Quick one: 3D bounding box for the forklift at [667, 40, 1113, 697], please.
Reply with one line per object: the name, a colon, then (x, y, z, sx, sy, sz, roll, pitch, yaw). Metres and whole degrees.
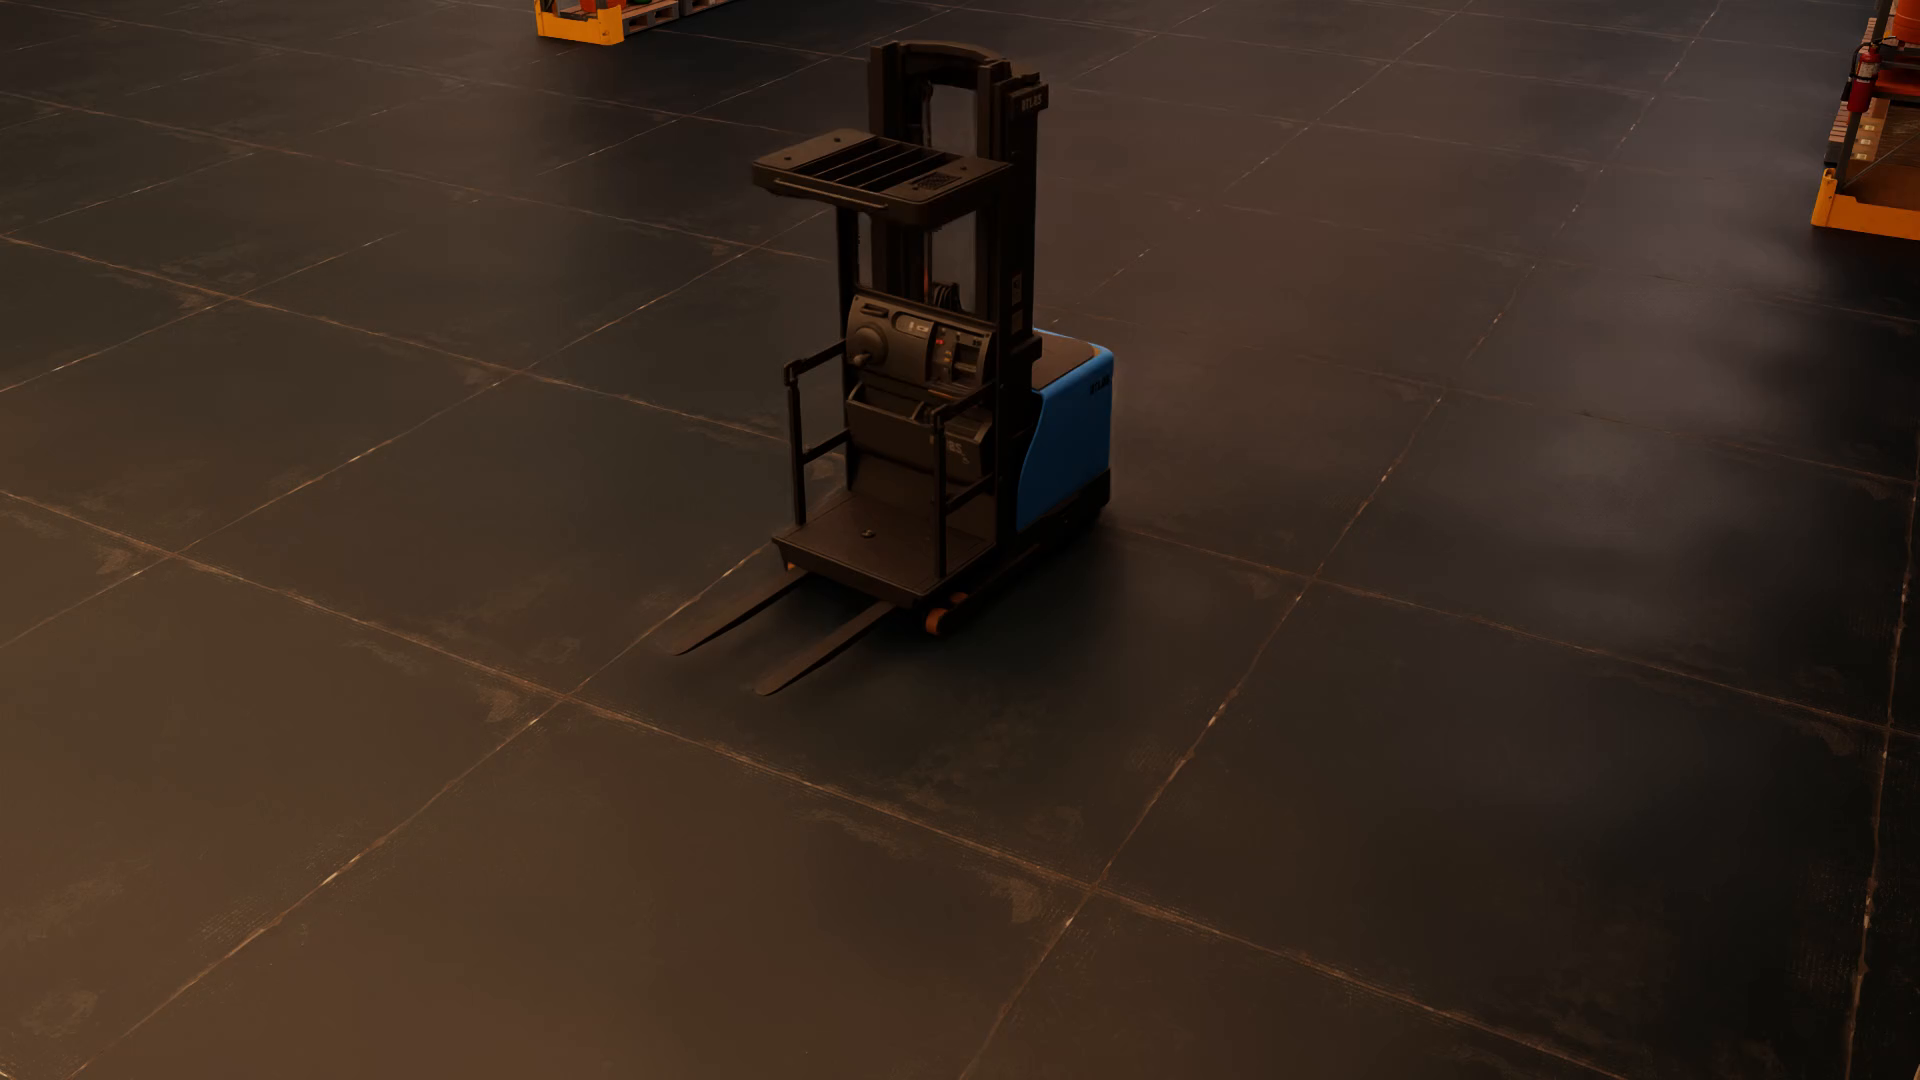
forklift: (-0.351, -1.014, 8.828, 1.130, 2.935, 3.031, 20, 35, 31)

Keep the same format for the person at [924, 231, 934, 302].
person: (-0.292, -1.883, 11.595, 0.361, 1.671, 0.500, -5, 30, -9)
